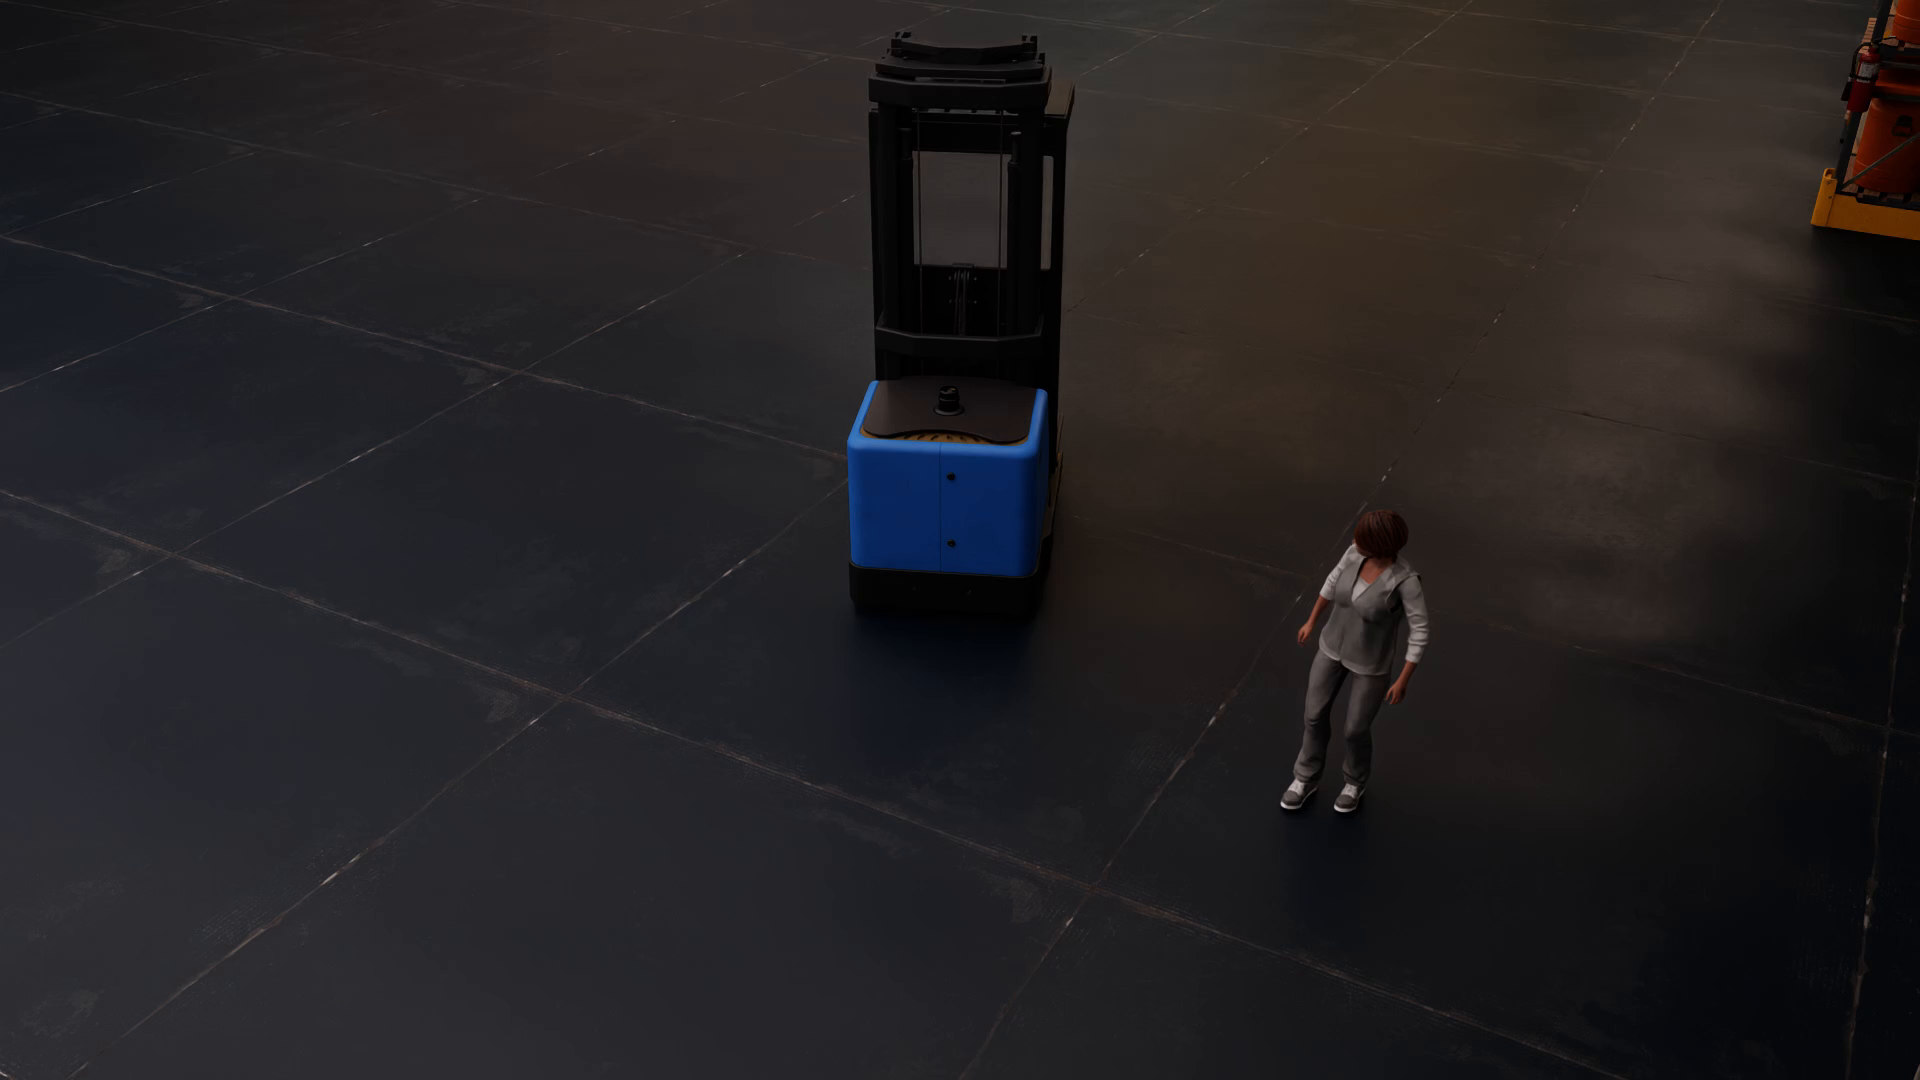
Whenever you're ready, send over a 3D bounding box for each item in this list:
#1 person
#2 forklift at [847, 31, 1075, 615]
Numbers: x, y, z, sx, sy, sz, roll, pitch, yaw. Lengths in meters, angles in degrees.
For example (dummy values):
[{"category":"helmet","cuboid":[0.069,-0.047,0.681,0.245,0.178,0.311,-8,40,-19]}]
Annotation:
[{"category":"person","cuboid":[1.756,0.554,7.461,0.607,1.587,0.440,26,39,37]},{"category":"forklift","cuboid":[0.072,-1.572,9.794,1.130,2.935,3.031,3,30,6]}]
